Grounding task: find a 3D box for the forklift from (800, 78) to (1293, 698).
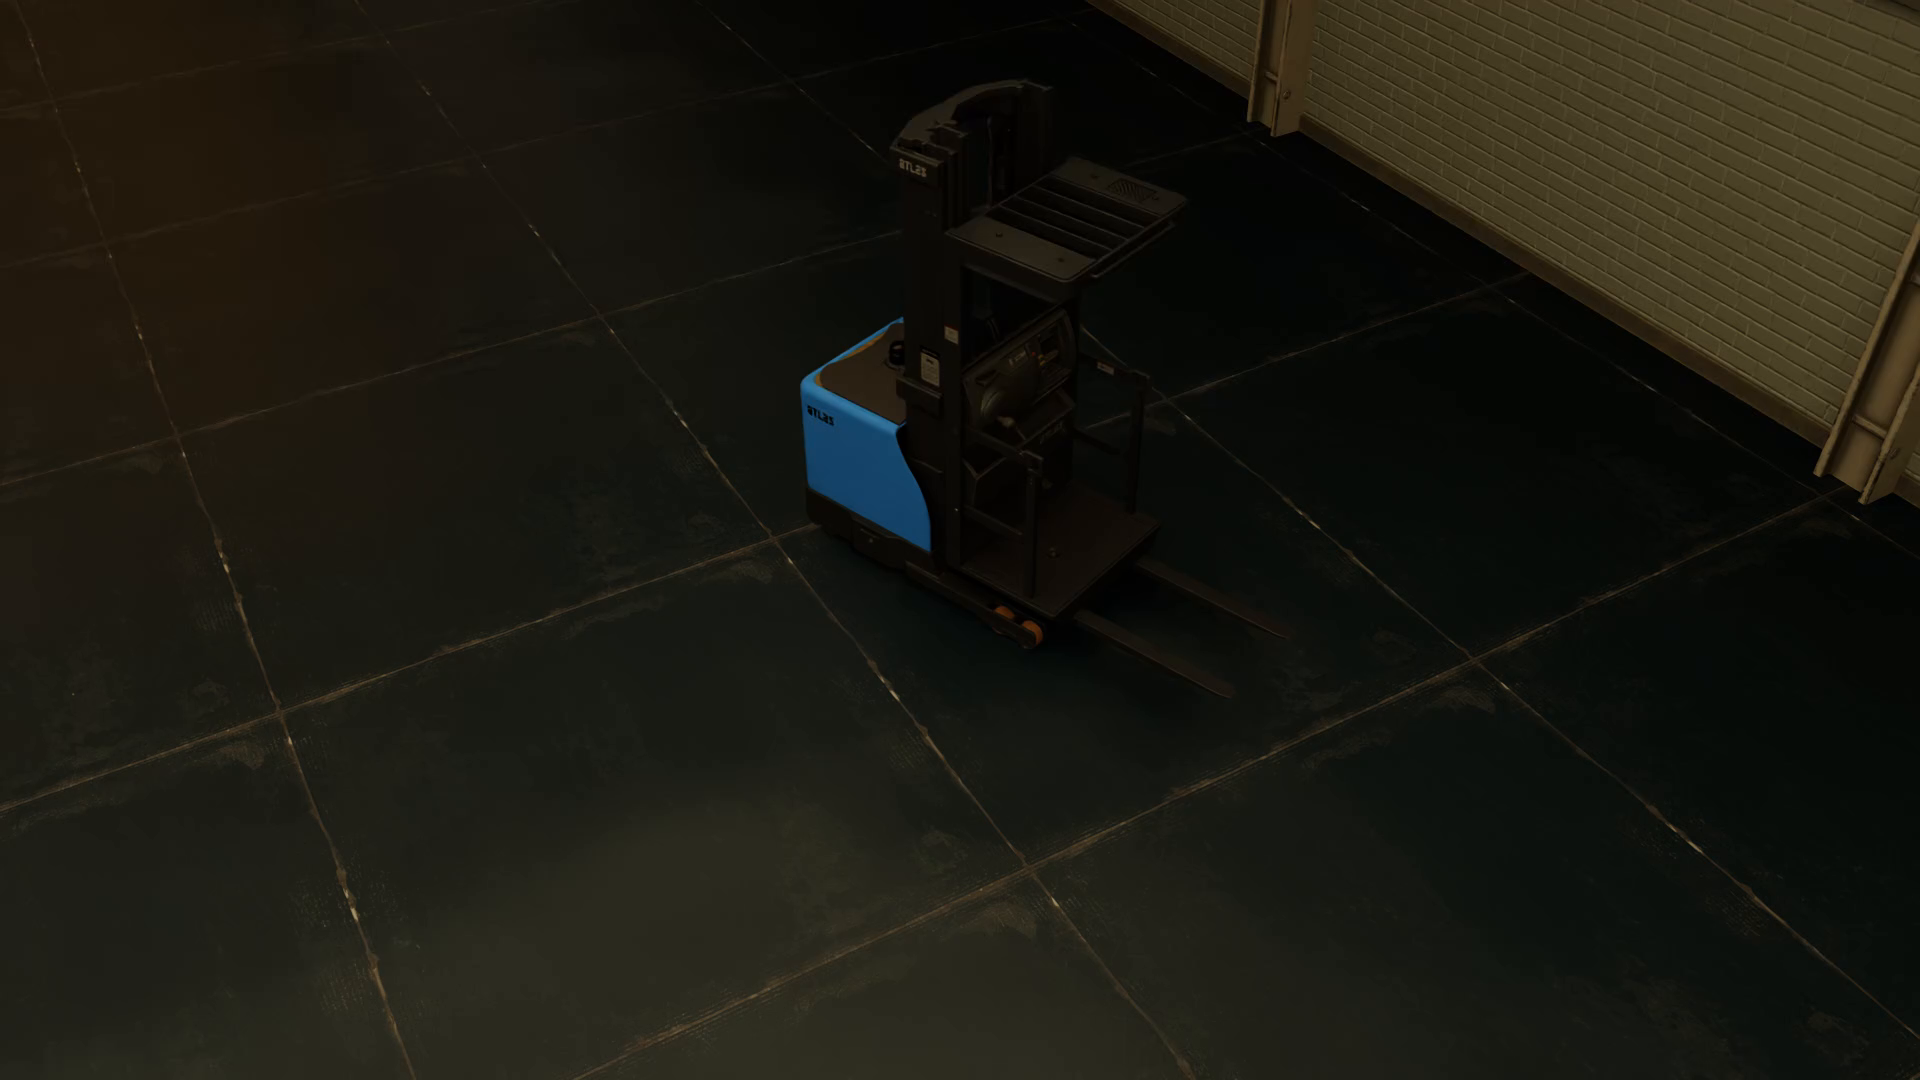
[{"bbox_3d":[0.498,-0.883,9.101,3.031,2.935,1.130,28,47,29],"label":"forklift"}]
